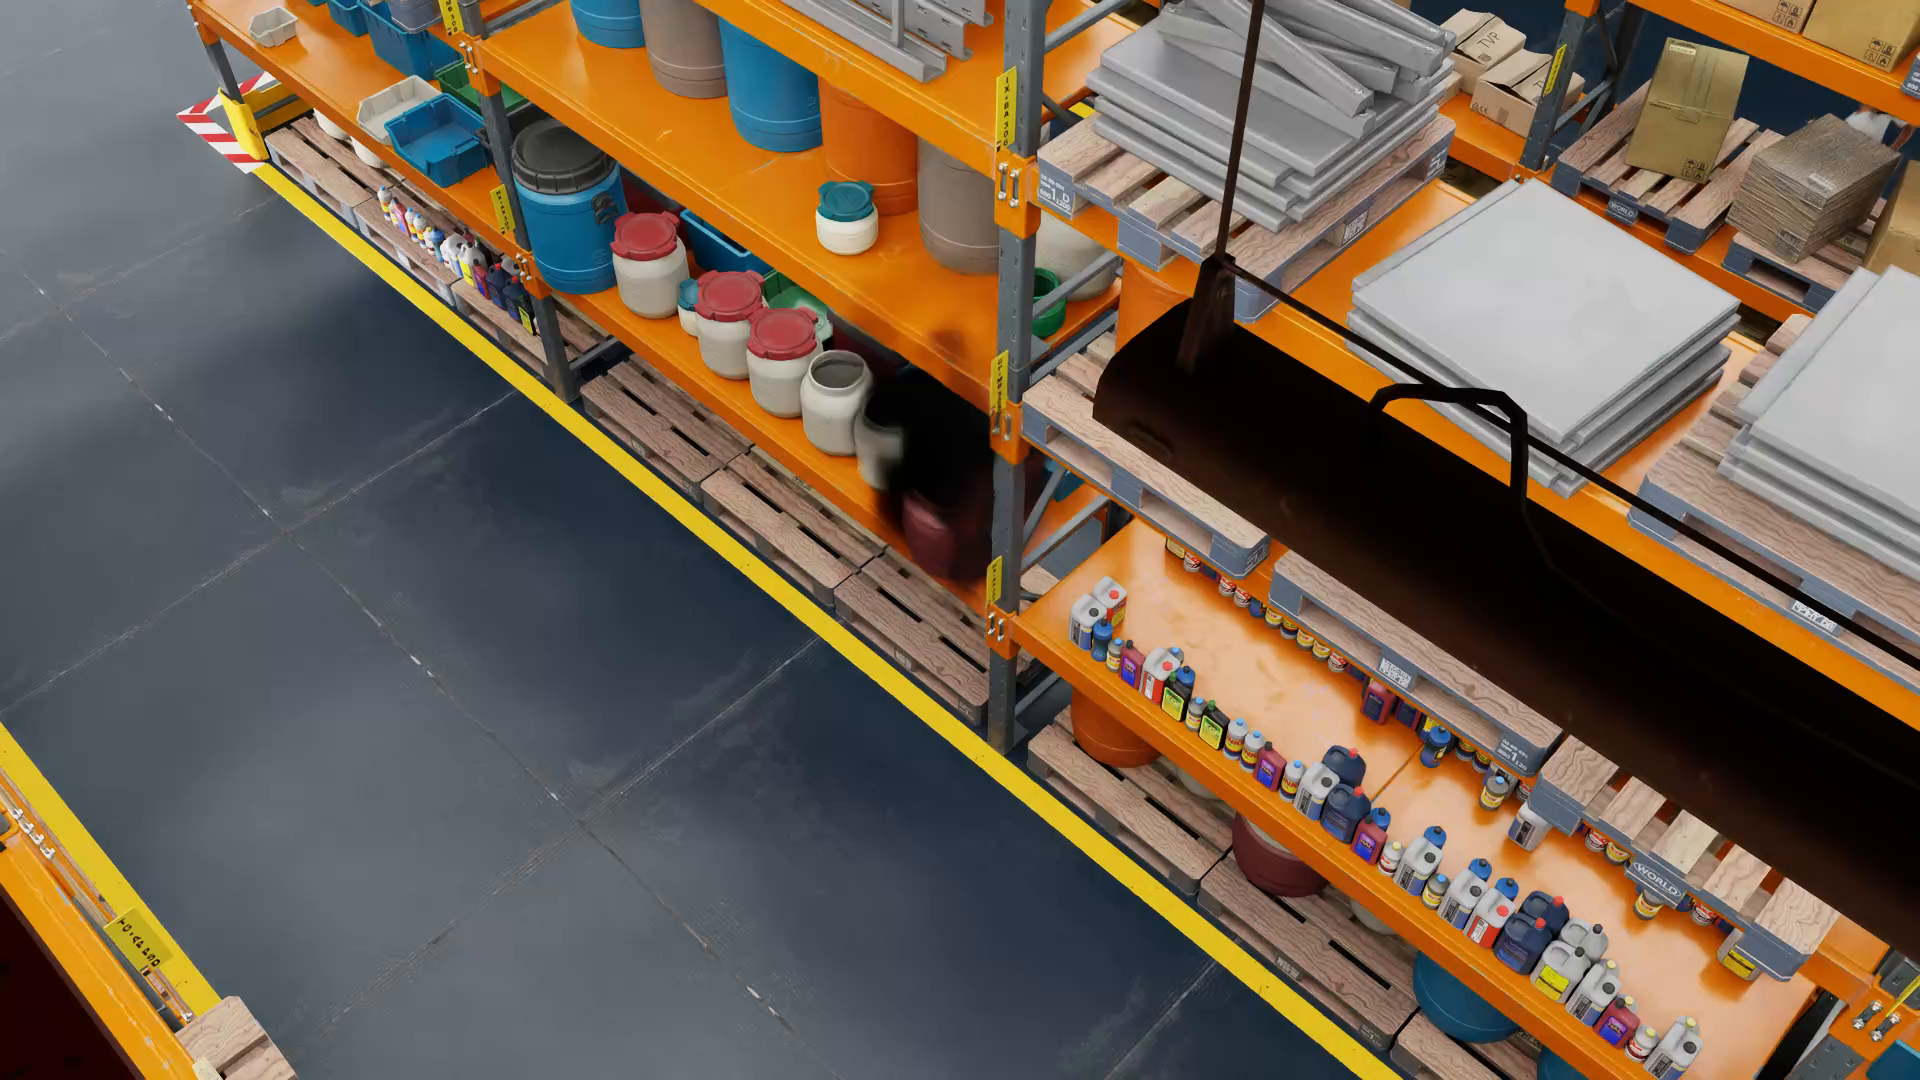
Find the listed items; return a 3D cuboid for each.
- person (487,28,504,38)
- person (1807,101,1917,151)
[{"bbox_3d":[-3.668,-4.362,12.959,0.732,1.698,0.595,23,54,18],"label":"person"},{"bbox_3d":[6.062,-2.417,11.339,0.586,1.694,0.834,-37,59,-27],"label":"person"}]
